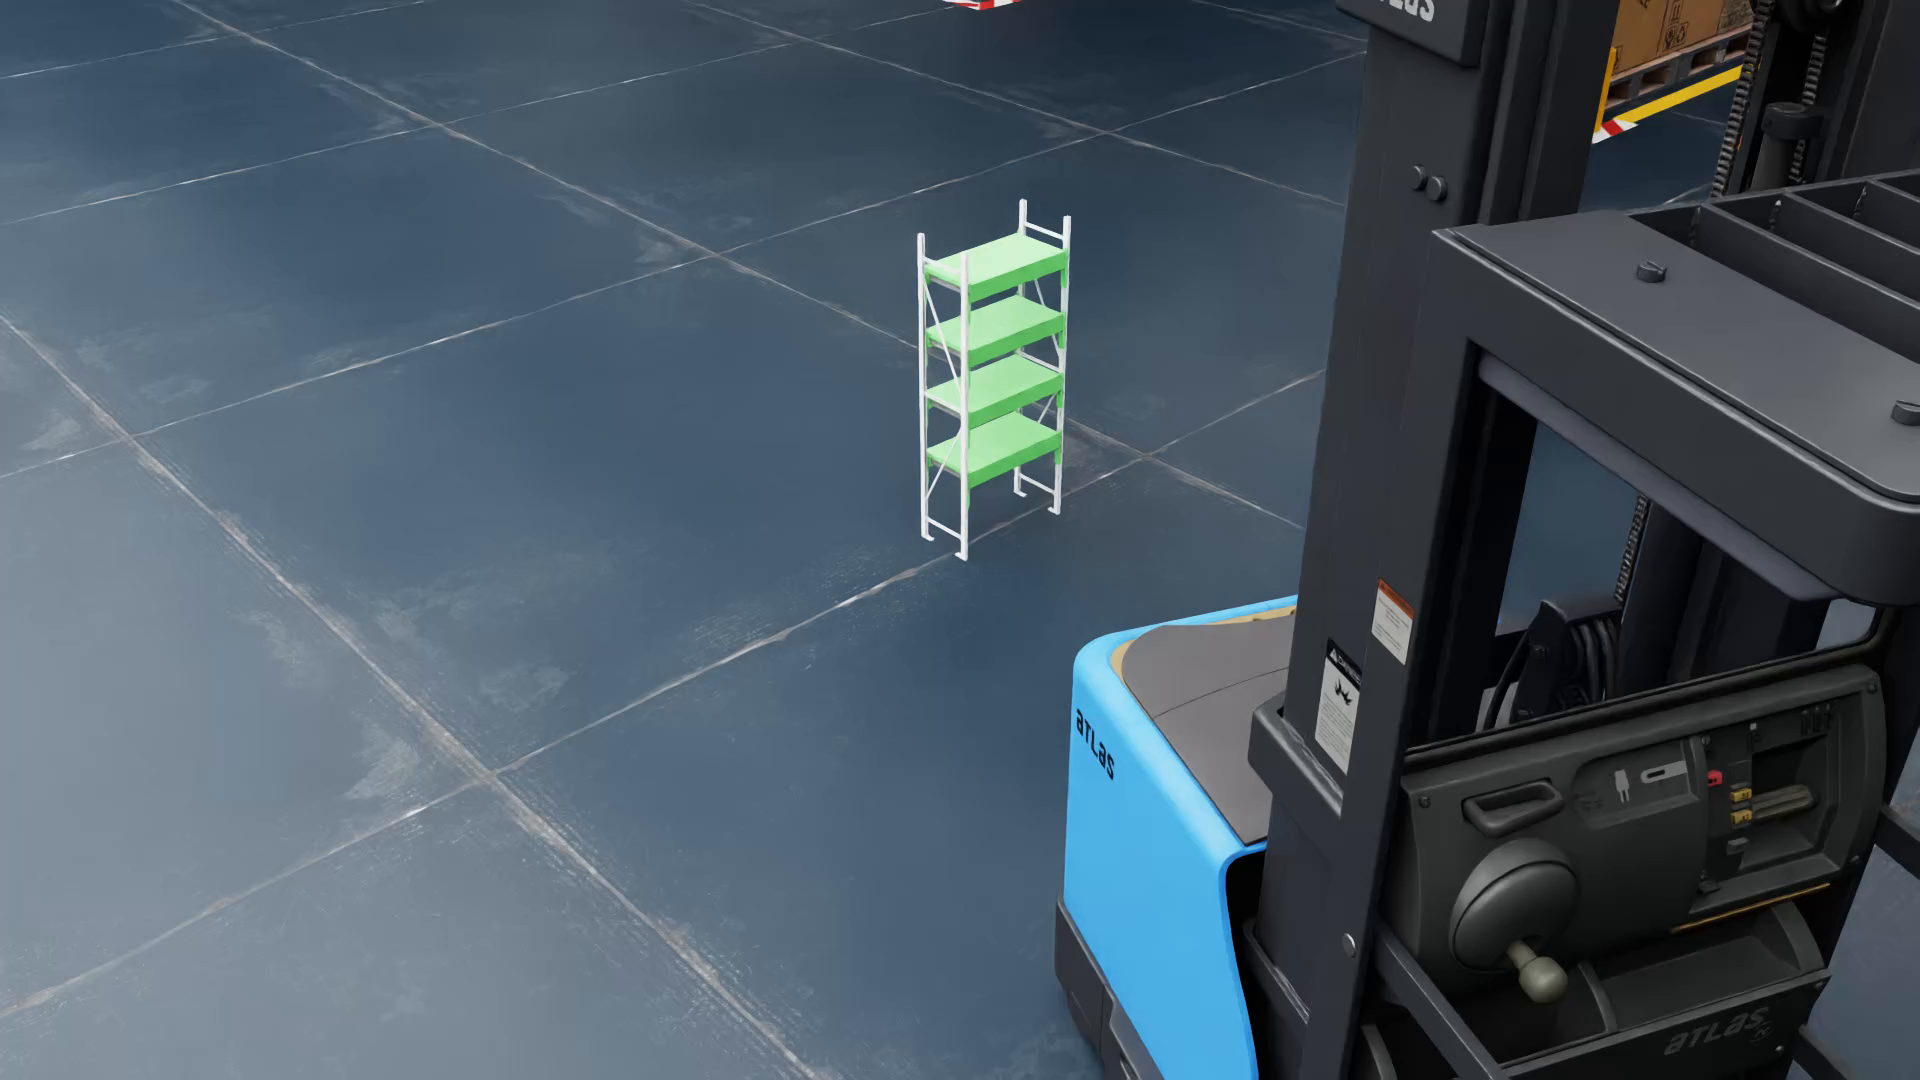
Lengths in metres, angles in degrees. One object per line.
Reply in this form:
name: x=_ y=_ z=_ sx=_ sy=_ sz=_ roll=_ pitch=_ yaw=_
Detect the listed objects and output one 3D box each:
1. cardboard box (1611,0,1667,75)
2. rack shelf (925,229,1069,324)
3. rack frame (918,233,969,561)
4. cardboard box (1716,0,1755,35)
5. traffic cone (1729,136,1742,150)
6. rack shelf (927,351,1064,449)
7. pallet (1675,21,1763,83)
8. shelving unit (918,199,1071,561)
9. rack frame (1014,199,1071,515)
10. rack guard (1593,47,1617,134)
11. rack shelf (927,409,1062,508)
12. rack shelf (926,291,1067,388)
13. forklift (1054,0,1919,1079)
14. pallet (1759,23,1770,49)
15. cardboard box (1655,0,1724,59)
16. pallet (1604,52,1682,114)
cardboard box: x=4.011 y=-3.583 z=10.868 sx=0.875 sy=0.875 sz=0.875 roll=-26 pitch=40 yaw=-35
rack shelf: x=0.121 y=-0.926 z=5.816 sx=0.480 sy=0.148 sz=0.258 roll=-26 pitch=40 yaw=-35
rack frame: x=-0.058 y=-0.484 z=5.891 sx=0.015 sy=1.200 sz=0.240 roll=-26 pitch=40 yaw=-35
cardboard box: x=5.325 y=-4.218 z=11.908 sx=0.875 sy=0.875 sz=0.875 roll=-25 pitch=40 yaw=-35
traffic cone: x=4.914 y=-2.607 z=10.070 sx=0.334 sy=0.463 sz=0.336 roll=-26 pitch=40 yaw=-35
rack shelf: x=0.121 y=-0.516 z=6.066 sx=0.480 sy=0.148 sz=0.258 roll=-26 pitch=40 yaw=-35
pallet: x=4.987 y=-3.599 z=11.933 sx=1.213 sy=0.211 sz=1.003 roll=-26 pitch=40 yaw=-35
shelving unit: x=0.121 y=-0.571 z=6.033 sx=0.503 sy=1.200 sz=0.258 roll=-26 pitch=40 yaw=-35
rack frame: x=0.300 y=-0.657 z=6.175 sx=0.015 sy=1.200 sz=0.240 roll=-26 pitch=40 yaw=-35
rack guard: x=3.542 y=-2.969 z=10.627 sx=0.348 sy=0.500 sz=1.175 roll=-26 pitch=40 yaw=-35
rack shelf: x=0.121 y=-0.311 z=6.192 sx=0.480 sy=0.148 sz=0.258 roll=-26 pitch=40 yaw=-35
rack shelf: x=0.121 y=-0.721 z=5.941 sx=0.480 sy=0.148 sz=0.258 roll=-26 pitch=40 yaw=-35
forklift: x=1.215 y=0.534 z=2.567 sx=1.130 sy=2.935 sz=3.031 roll=-11 pitch=33 yaw=-17
pallet: x=5.881 y=-4.034 z=12.644 sx=1.213 sy=0.211 sz=1.003 roll=-26 pitch=40 yaw=-35
cardboard box: x=4.655 y=-3.896 z=11.380 sx=0.875 sy=0.875 sz=0.875 roll=-27 pitch=40 yaw=-36
pallet: x=4.092 y=-3.168 z=11.229 sx=1.213 sy=0.211 sz=1.003 roll=-26 pitch=40 yaw=-35
